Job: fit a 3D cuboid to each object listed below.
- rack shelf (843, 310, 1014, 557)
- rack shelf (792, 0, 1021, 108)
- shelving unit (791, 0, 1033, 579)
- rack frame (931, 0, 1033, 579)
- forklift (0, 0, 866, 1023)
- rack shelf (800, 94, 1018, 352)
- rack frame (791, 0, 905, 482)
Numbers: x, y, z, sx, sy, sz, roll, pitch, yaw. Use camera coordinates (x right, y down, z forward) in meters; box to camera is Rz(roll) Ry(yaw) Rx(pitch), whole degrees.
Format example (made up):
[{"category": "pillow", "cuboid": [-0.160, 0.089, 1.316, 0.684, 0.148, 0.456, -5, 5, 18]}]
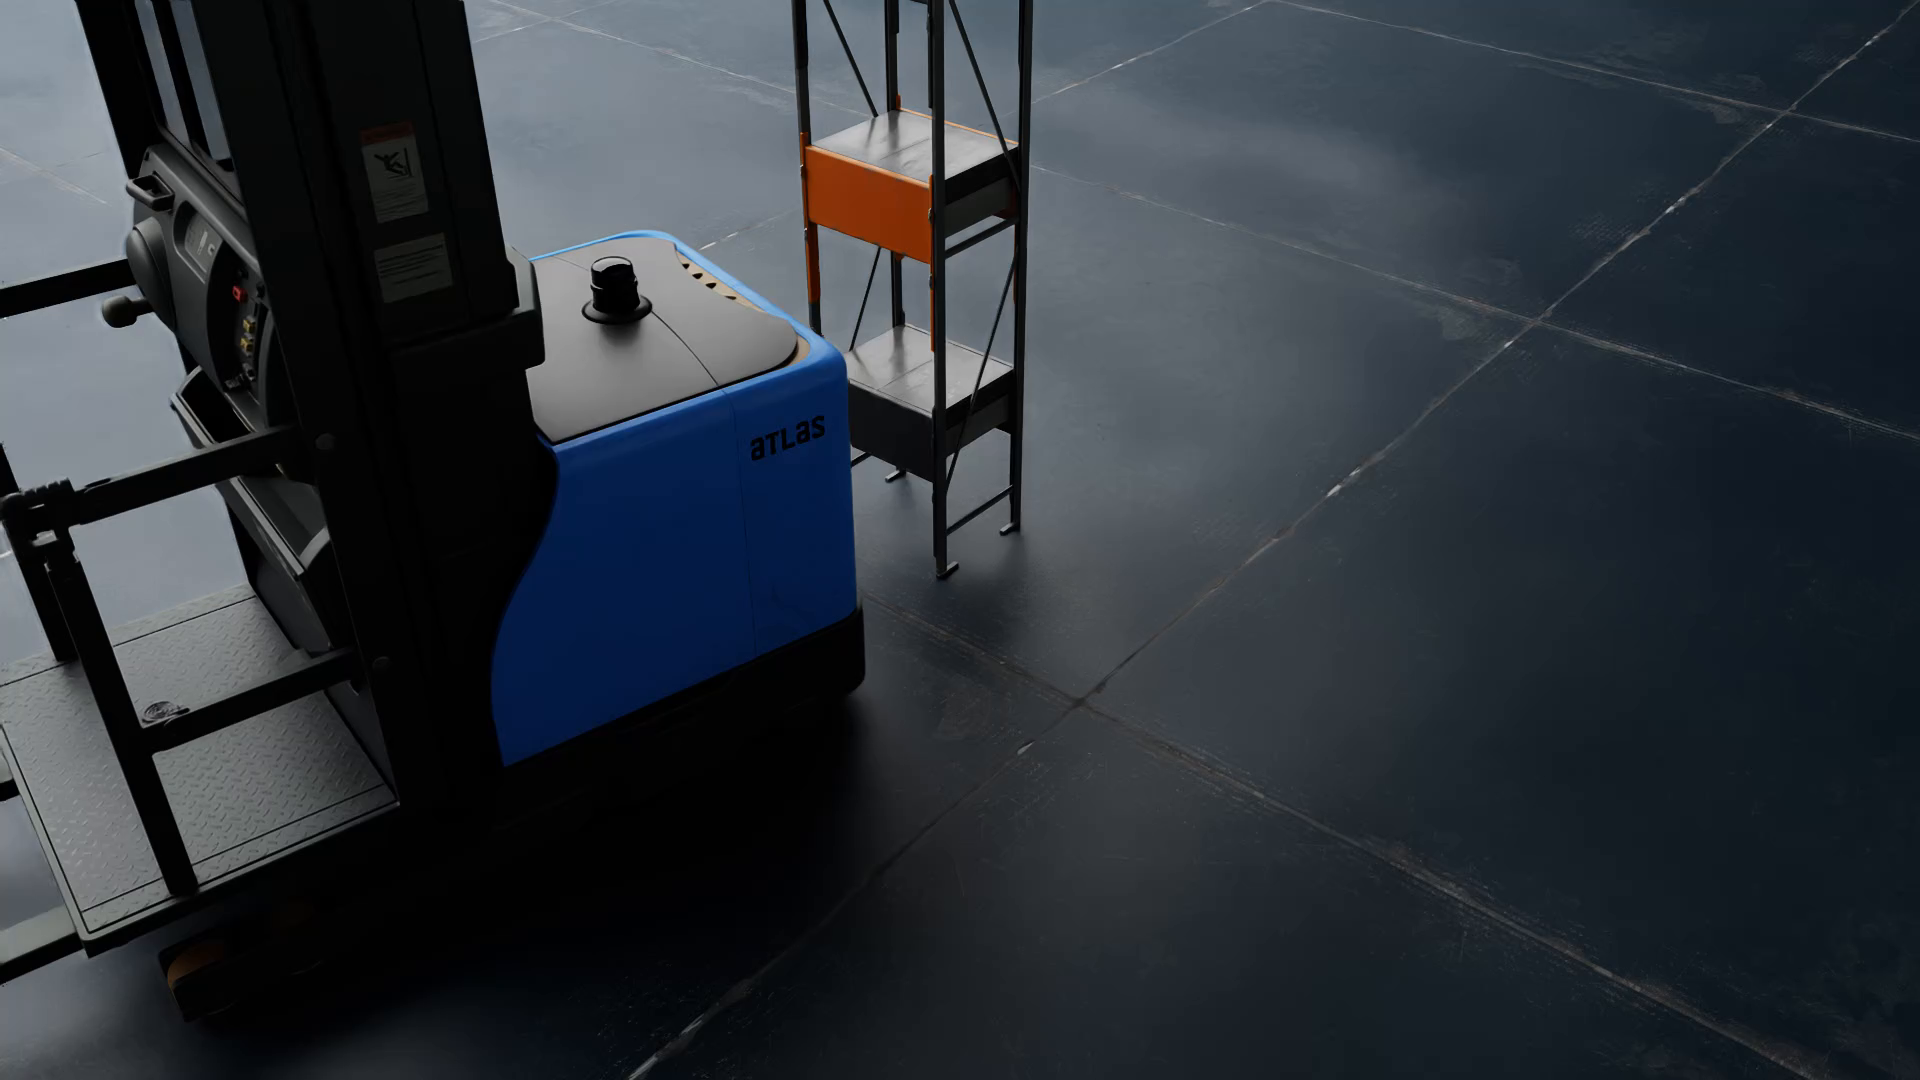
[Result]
[{"category": "rack shelf", "cuboid": [-0.127, -0.337, 5.147, 0.480, 0.518, 0.431, 25, 42, 32]}, {"category": "rack shelf", "cuboid": [-0.127, -1.491, 4.354, 0.480, 0.518, 0.431, 25, 42, 32]}, {"category": "shelving unit", "cuboid": [-0.127, -0.926, 4.743, 0.503, 2.100, 0.431, 25, 42, 32]}, {"category": "rack frame", "cuboid": [0.060, -0.837, 4.614, 0.015, 2.100, 0.400, 25, 42, 32]}, {"category": "forklift", "cuboid": [-1.744, -0.491, 3.376, 3.031, 2.935, 1.130, -23, 41, -30]}, {"category": "rack shelf", "cuboid": [-0.127, -0.914, 4.751, 0.480, 0.518, 0.431, 25, 42, 32]}, {"category": "rack frame", "cuboid": [-0.315, -1.014, 4.872, 0.015, 2.100, 0.400, 25, 42, 32]}]
